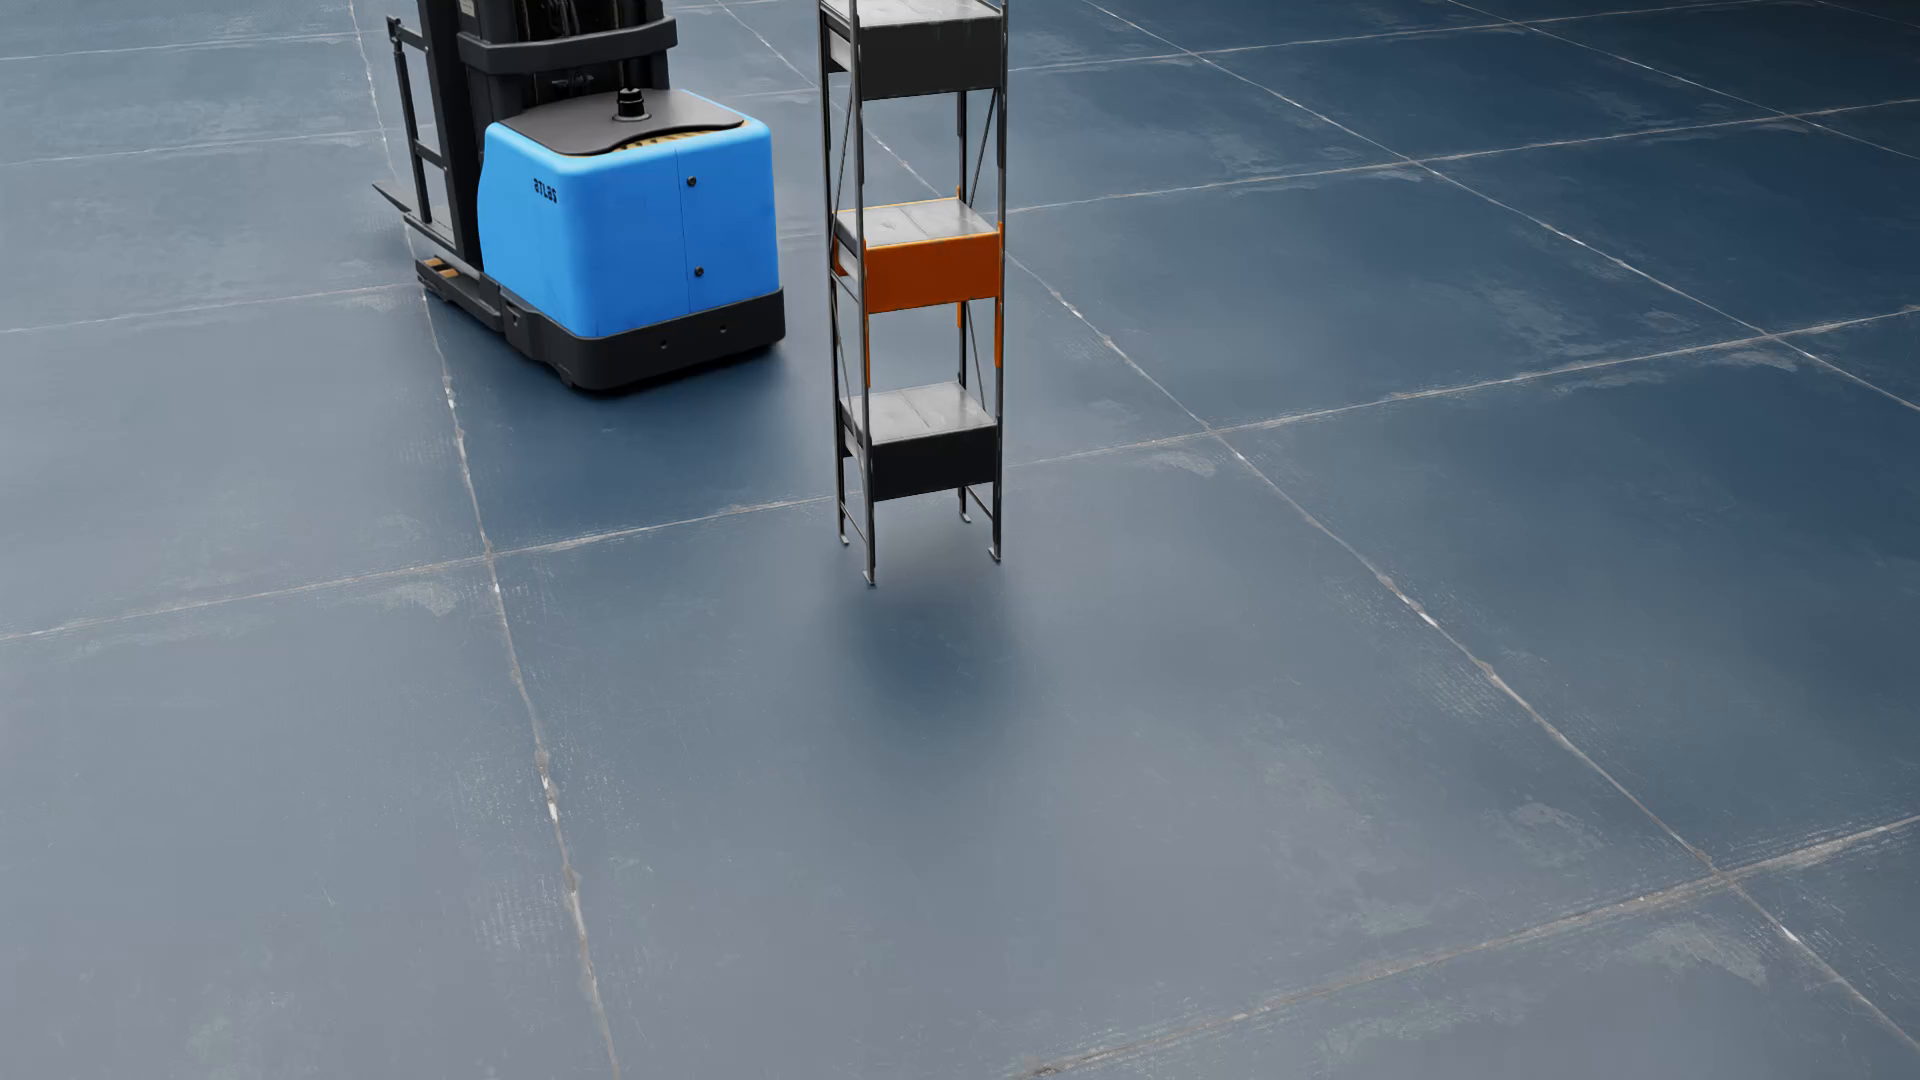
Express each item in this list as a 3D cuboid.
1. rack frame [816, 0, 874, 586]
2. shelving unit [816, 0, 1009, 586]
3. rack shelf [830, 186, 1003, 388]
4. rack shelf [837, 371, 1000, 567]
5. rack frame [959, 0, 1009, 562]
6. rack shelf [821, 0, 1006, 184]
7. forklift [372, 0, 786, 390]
[{"bbox_3d":[-0.384,-0.842,5.606,0.015,2.100,0.400,-10,31,-18],"label":"rack frame"},{"bbox_3d":[-0.155,-0.884,5.680,0.503,2.100,0.431,-10,31,-18],"label":"shelving unit"},{"bbox_3d":[-0.155,-0.872,5.687,0.480,0.518,0.431,-10,31,-18],"label":"rack shelf"},{"bbox_3d":[-0.155,-0.264,6.033,0.480,0.518,0.431,-10,31,-18],"label":"rack shelf"},{"bbox_3d":[0.074,-0.926,5.754,0.015,2.100,0.400,-10,31,-18],"label":"rack frame"},{"bbox_3d":[-0.155,-1.480,5.340,0.480,0.518,0.431,-10,31,-18],"label":"rack shelf"},{"bbox_3d":[-2.111,-2.596,7.846,1.130,2.935,3.031,-21,36,-32],"label":"forklift"}]
